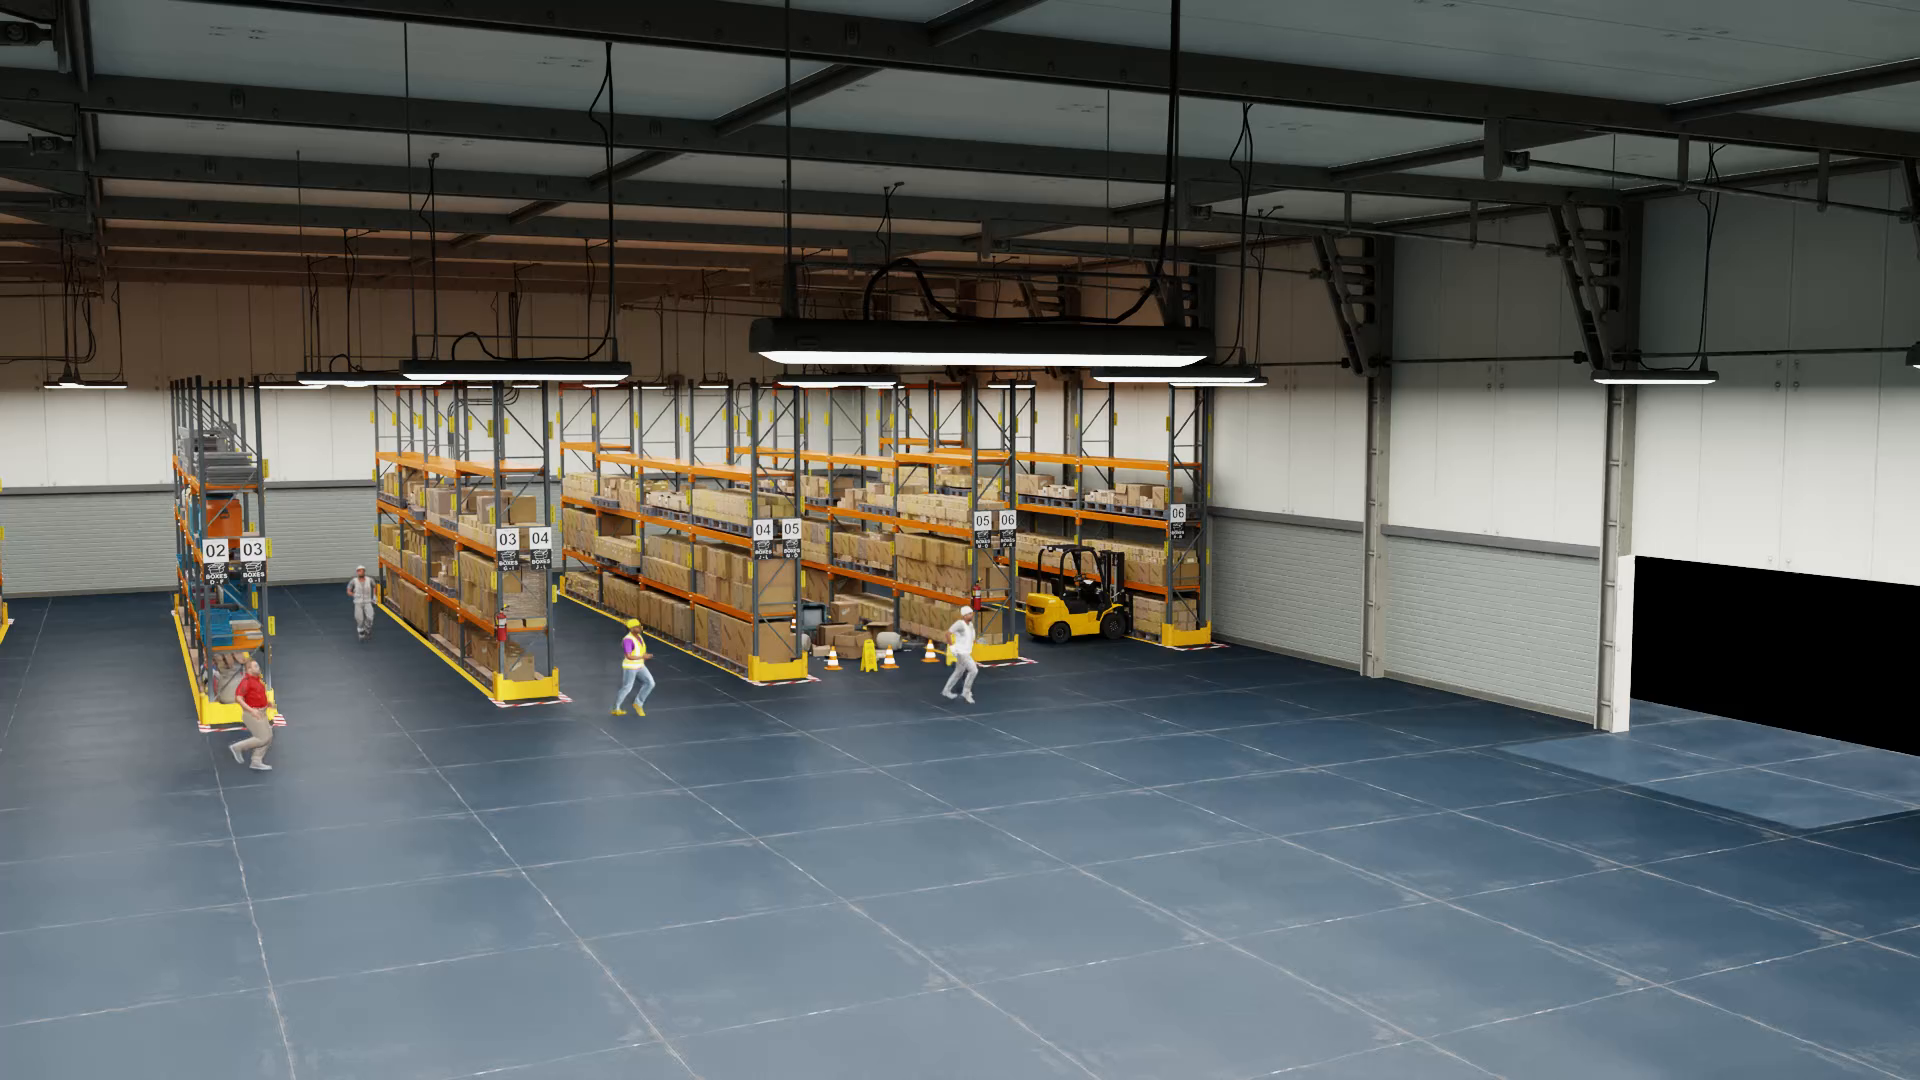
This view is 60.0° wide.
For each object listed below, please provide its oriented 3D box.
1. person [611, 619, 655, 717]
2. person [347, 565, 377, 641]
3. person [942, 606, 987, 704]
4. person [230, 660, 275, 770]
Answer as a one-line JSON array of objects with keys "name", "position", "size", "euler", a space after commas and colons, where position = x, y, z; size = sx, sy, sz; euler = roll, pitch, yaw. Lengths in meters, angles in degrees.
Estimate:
[{"name": "person", "position": [-5.768, 2.246, 29.198], "size": [0.757, 1.759, 0.666], "euler": [2, 5, 20]}, {"name": "person", "position": [-13.634, 1.455, 37.967], "size": [0.685, 1.757, 0.552], "euler": [-3, 6, -26]}, {"name": "person", "position": [0.062, 2.121, 30.750], "size": [0.868, 1.812, 0.593], "euler": [1, 5, 16]}, {"name": "person", "position": [-10.720, 2.656, 25.195], "size": [0.603, 1.688, 0.665], "euler": [-1, 5, -6]}]
